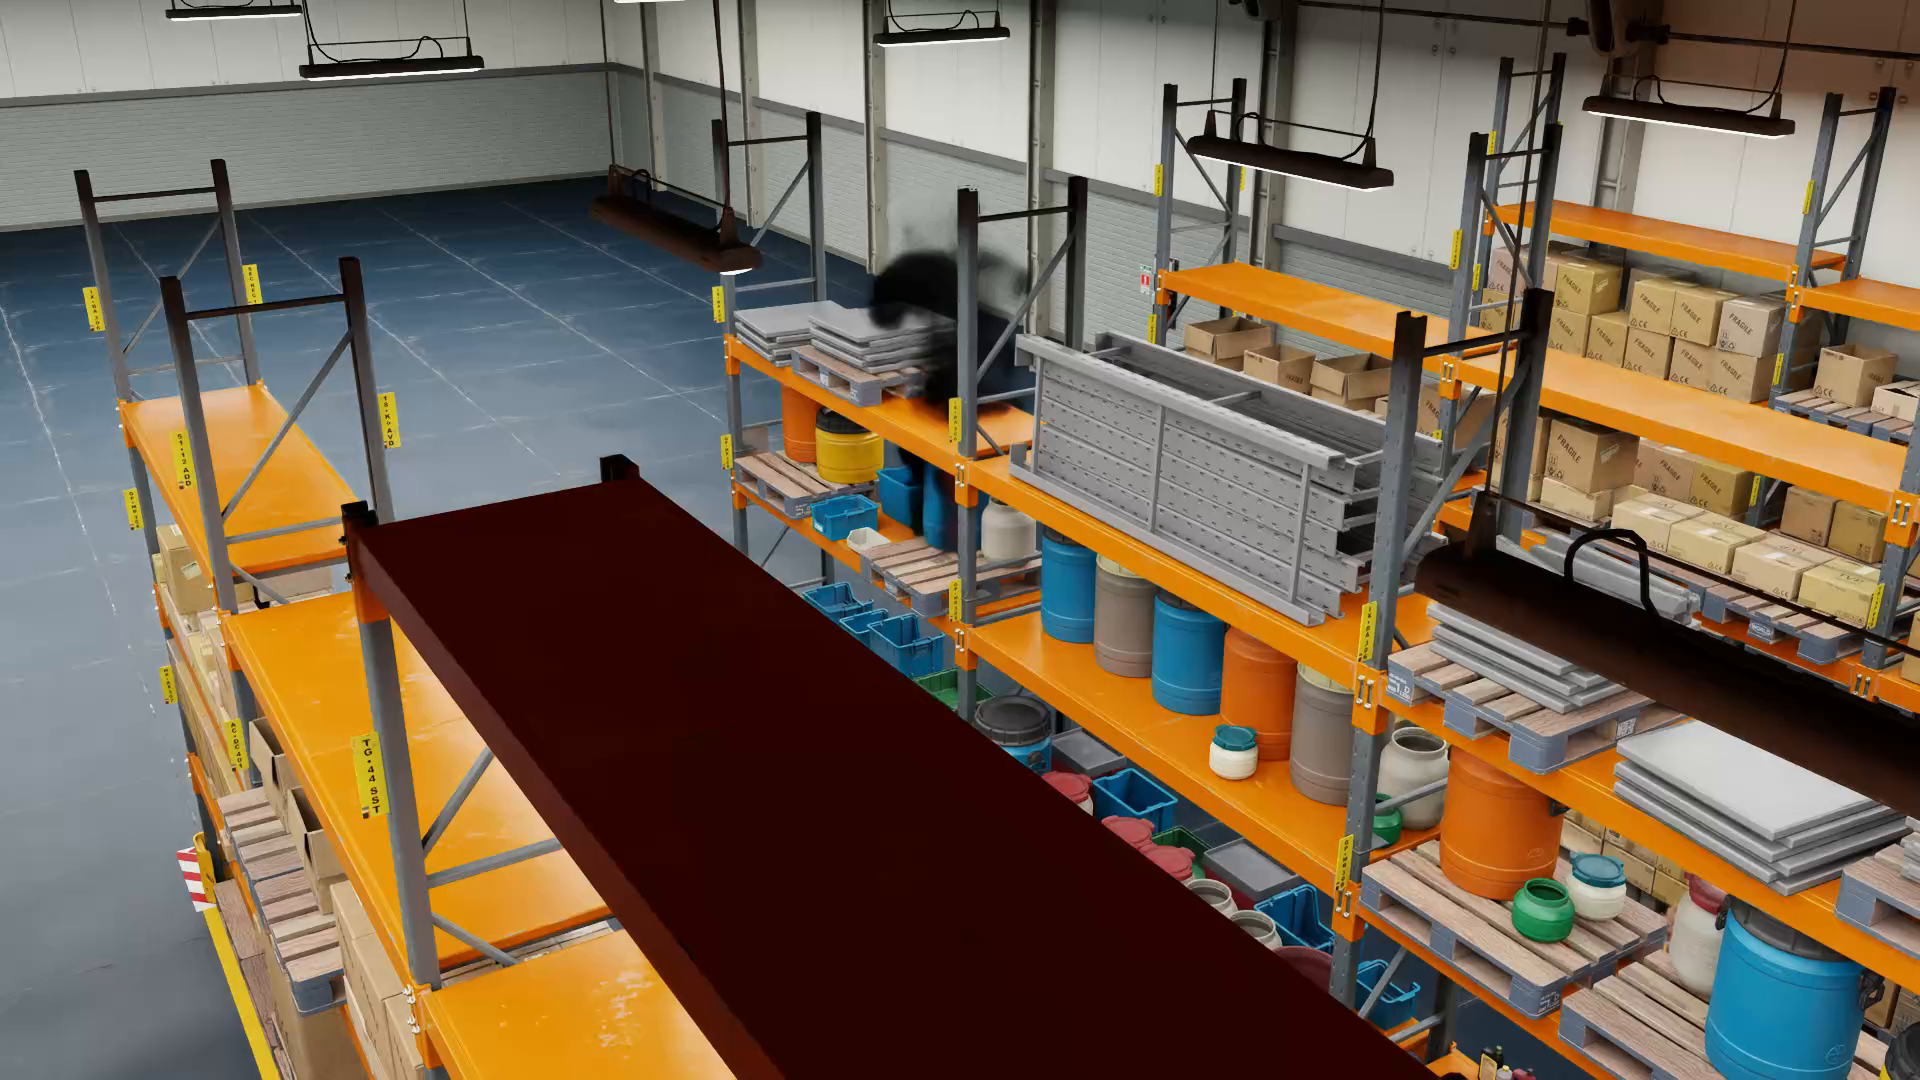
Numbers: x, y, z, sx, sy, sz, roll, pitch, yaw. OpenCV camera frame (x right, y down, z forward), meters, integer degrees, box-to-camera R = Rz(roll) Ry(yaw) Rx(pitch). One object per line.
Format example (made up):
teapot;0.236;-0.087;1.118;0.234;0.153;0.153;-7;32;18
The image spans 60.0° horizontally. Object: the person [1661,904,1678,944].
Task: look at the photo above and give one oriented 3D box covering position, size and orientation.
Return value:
person;4.602;3.173;11.134;0.691;1.776;0.695;-19;29;-39
